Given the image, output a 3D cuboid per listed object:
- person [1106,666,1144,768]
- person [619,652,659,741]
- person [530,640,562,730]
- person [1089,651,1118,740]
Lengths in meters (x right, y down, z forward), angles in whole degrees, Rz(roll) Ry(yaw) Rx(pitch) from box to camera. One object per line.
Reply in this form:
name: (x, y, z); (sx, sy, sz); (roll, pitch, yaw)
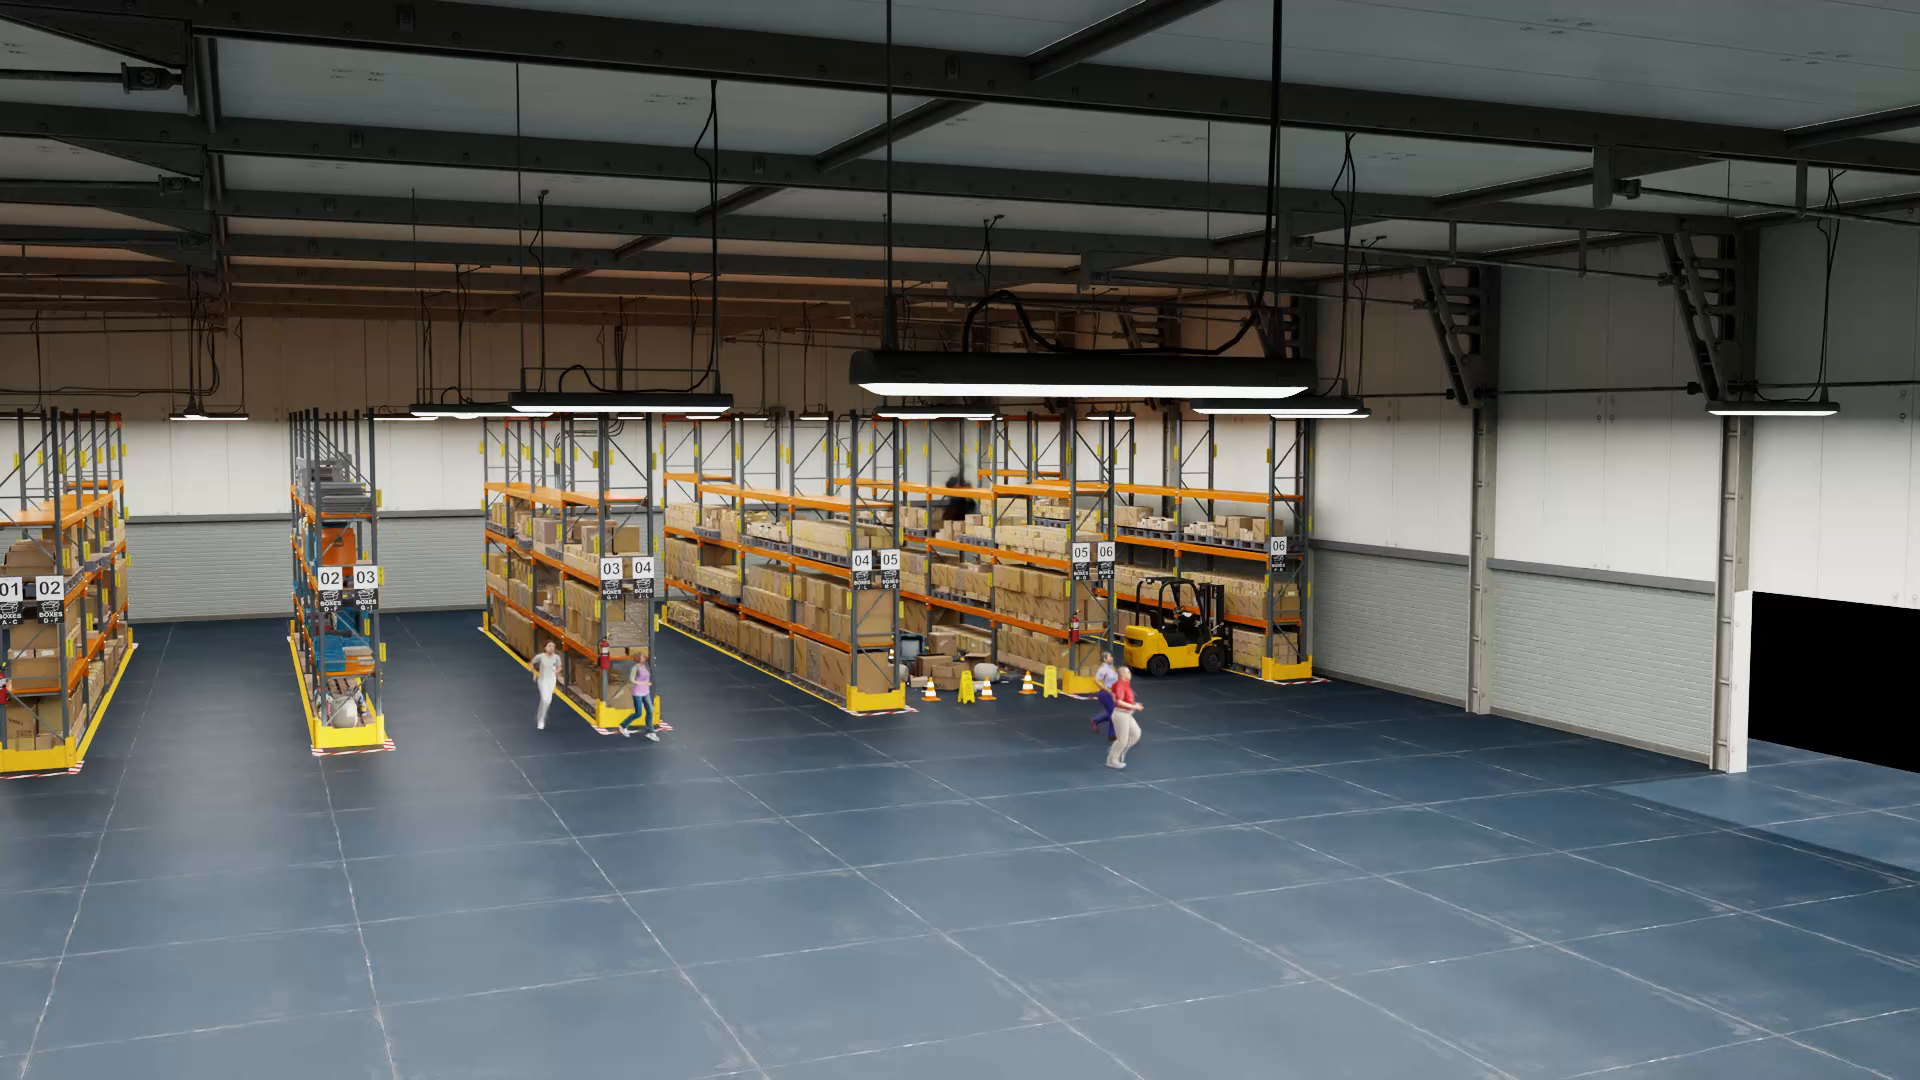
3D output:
person: (2.744, 2.947, 27.549); (0.640, 1.717, 0.657); (1, 4, 14)
person: (-5.803, 2.818, 30.040); (0.766, 1.613, 0.544); (1, 4, 20)
person: (-7.784, 2.720, 31.340); (0.550, 1.692, 0.712); (-3, 5, -32)
person: (2.658, 2.814, 30.103); (0.647, 1.598, 0.613); (2, 4, 23)
